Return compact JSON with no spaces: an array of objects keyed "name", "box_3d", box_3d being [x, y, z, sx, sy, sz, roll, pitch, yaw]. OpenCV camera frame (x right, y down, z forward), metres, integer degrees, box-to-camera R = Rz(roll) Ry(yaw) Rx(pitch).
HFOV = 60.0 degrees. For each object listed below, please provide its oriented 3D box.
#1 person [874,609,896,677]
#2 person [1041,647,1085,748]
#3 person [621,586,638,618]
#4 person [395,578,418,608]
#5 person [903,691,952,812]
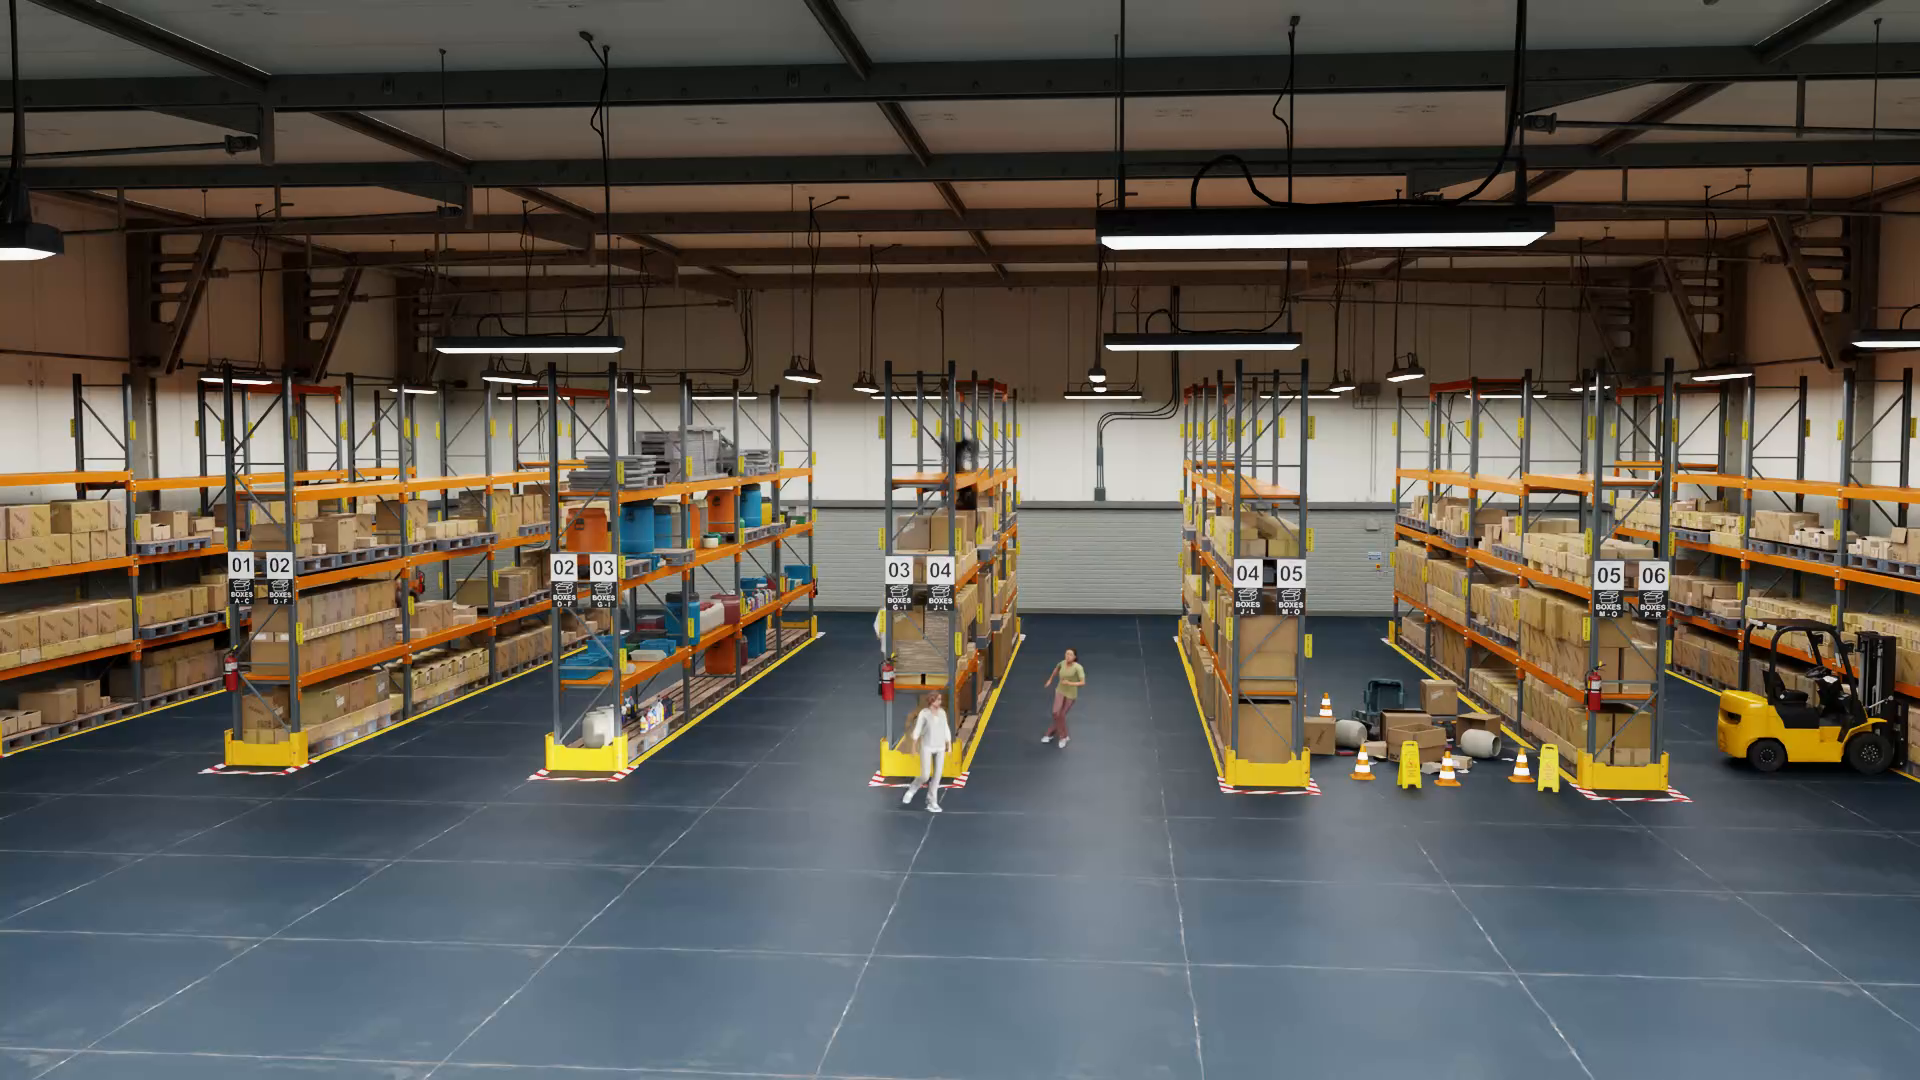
[{"name":"person","box_3d":[-1.338,1.985,33.014,0.729,1.734,0.721,0,4,-7]},{"name":"person","box_3d":[1.637,2.457,26.325,0.731,1.577,0.665,1,4,12]},{"name":"person","box_3d":[-8.581,1.387,42.829,0.658,1.609,0.730,-4,5,-43]},{"name":"person","box_3d":[-12.403,1.702,37.000,0.717,1.744,1.068,-1,4,-13]},{"name":"person","box_3d":[-0.443,2.766,21.885,0.556,1.590,0.520,-2,4,-27]}]
